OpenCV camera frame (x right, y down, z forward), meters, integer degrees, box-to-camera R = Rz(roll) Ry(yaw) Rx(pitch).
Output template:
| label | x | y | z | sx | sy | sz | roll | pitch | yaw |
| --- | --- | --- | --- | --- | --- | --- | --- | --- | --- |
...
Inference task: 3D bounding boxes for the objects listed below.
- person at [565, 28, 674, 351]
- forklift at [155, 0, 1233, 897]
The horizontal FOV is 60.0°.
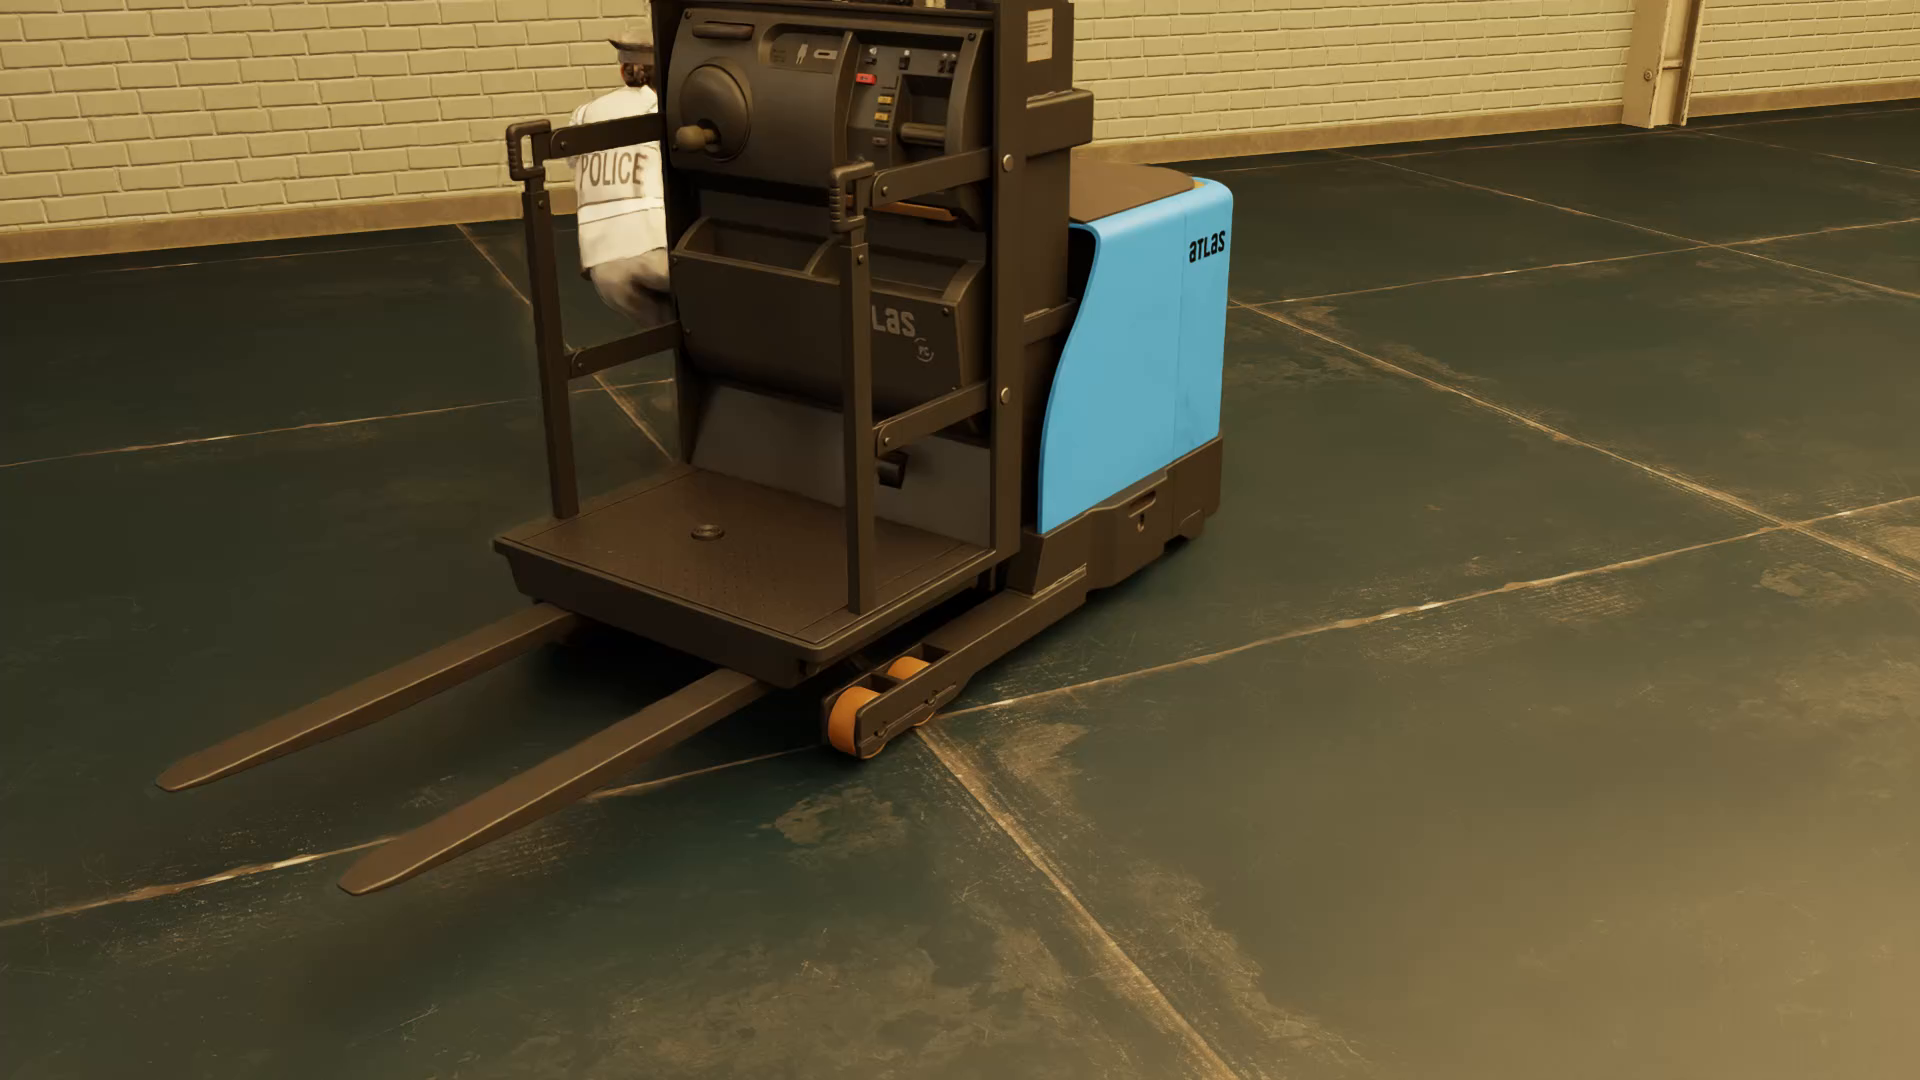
| label | x | y | z | sx | sy | sz | roll | pitch | yaw |
| --- | --- | --- | --- | --- | --- | --- | --- | --- | --- |
| person | -0.901 | -1.005 | 5.690 | 0.991 | 1.430 | 0.857 | 4 | 23 | 10 |
| forklift | -0.467 | -1.054 | 3.824 | 1.130 | 2.935 | 3.031 | 16 | 27 | 33 |
